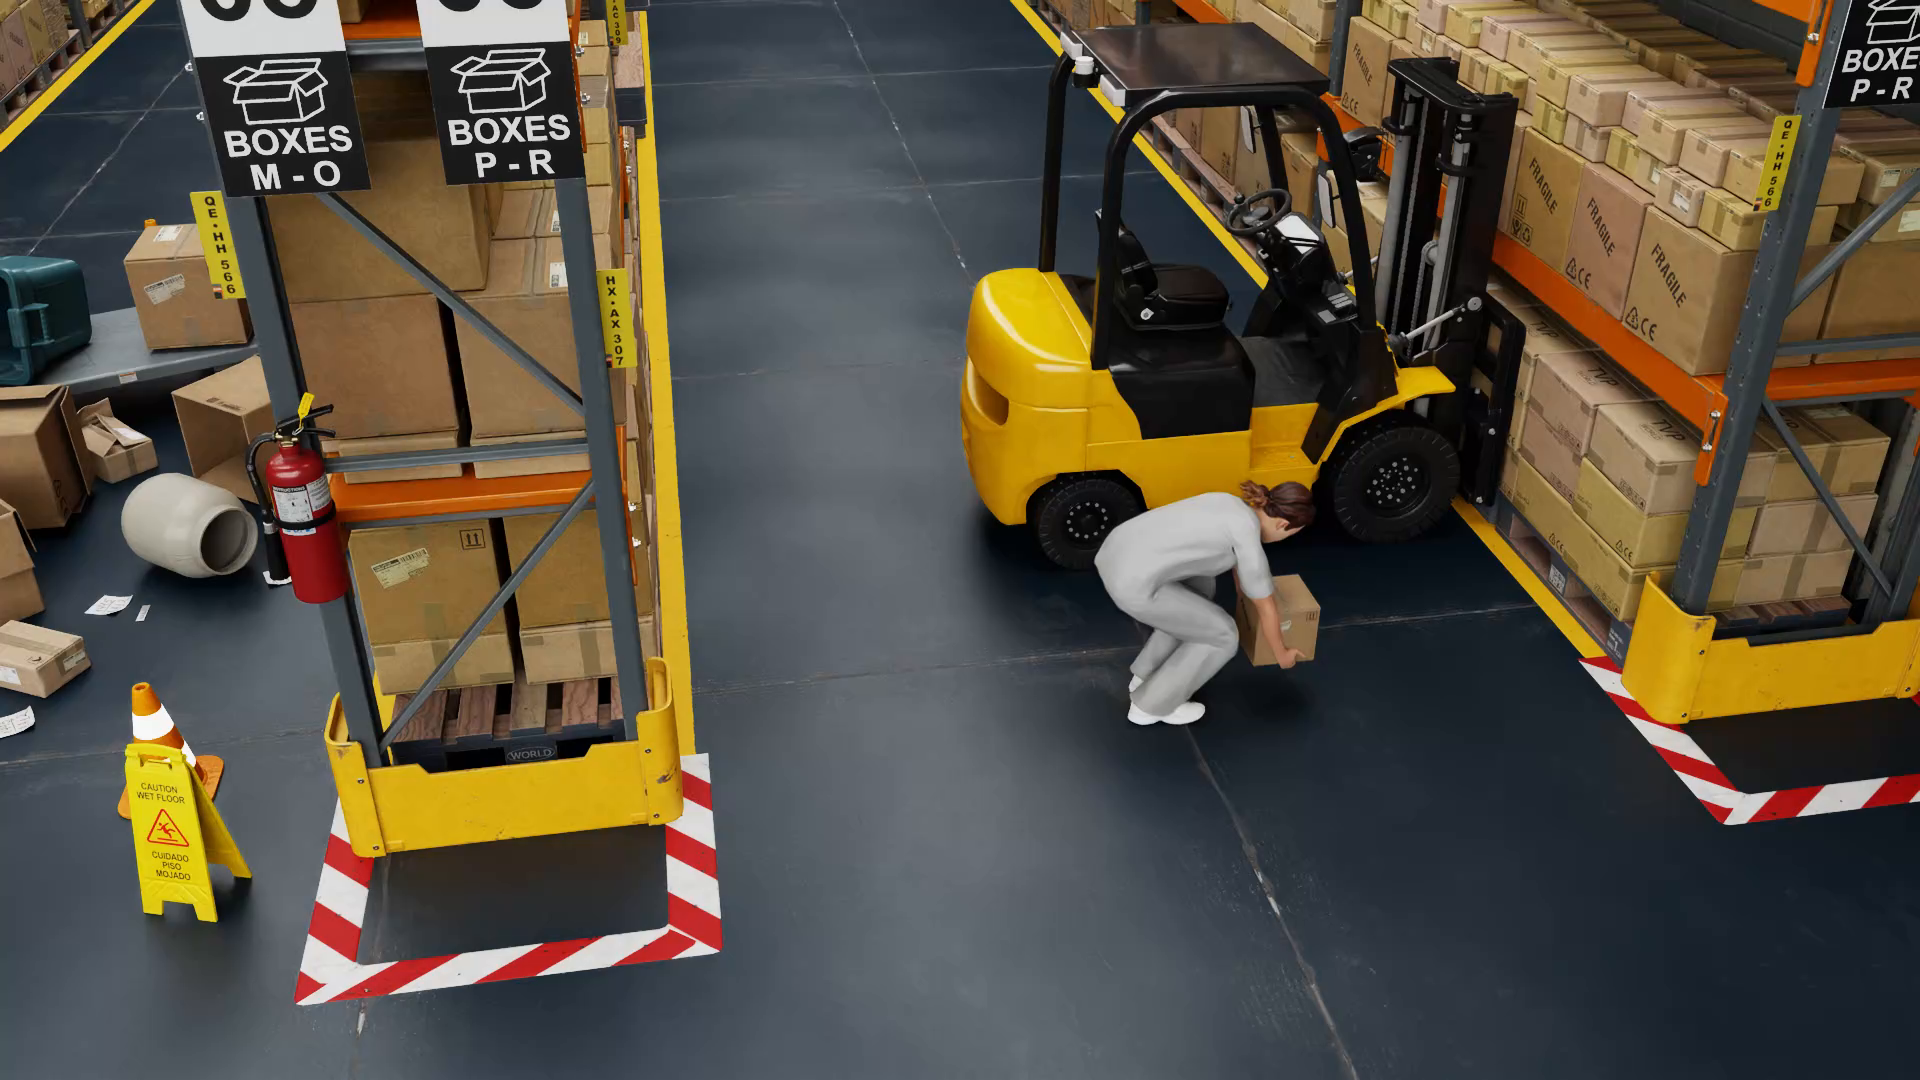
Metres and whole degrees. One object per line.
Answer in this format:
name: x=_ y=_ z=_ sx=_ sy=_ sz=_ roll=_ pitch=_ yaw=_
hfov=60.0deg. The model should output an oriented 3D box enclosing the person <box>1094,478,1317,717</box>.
person: x=0.945 y=0.217 z=6.456 sx=0.857 sy=0.888 sz=0.463 roll=-7 pitch=31 yaw=-11
